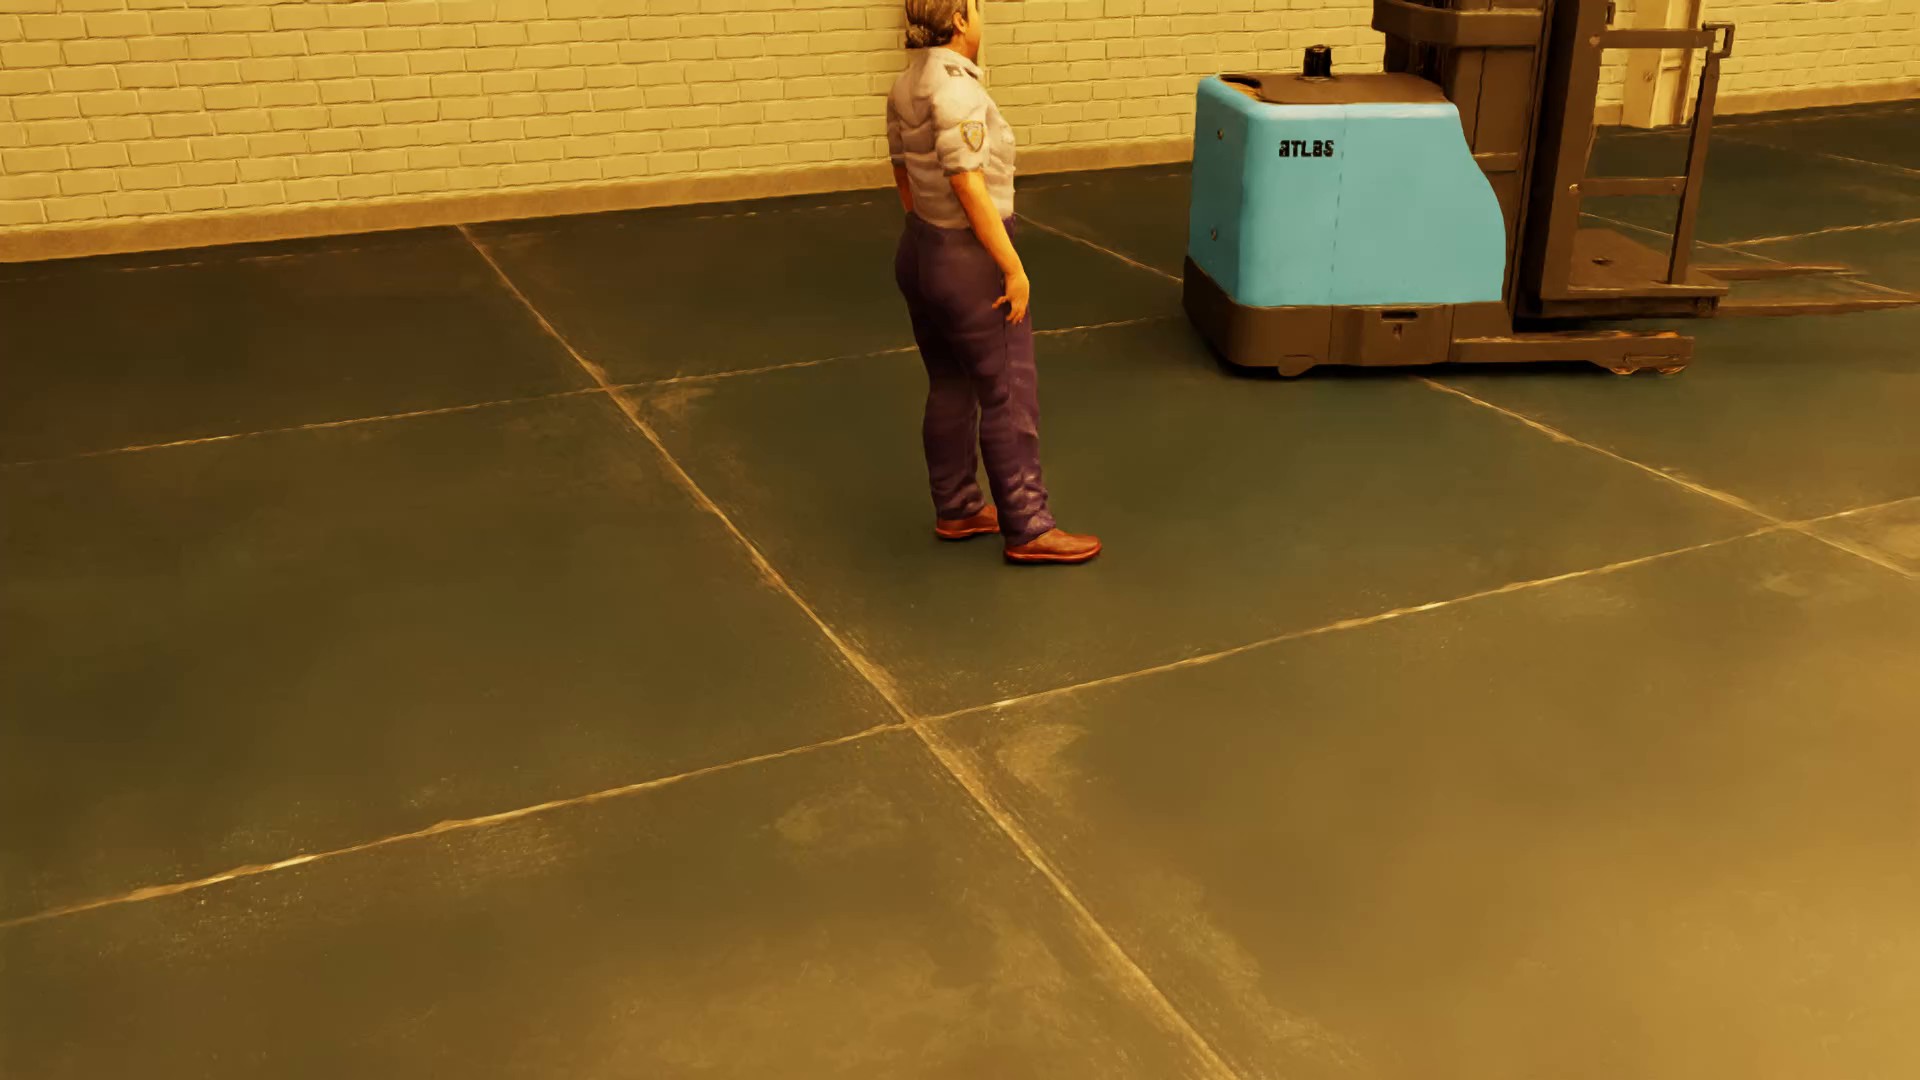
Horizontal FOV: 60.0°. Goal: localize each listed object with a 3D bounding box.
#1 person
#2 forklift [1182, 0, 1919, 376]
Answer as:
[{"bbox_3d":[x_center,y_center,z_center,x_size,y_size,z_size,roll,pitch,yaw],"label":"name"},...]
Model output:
[{"bbox_3d":[0.091,-0.774,4.804,0.502,1.650,0.599,-10,25,-23],"label":"person"},{"bbox_3d":[2.541,-2.221,6.632,3.031,2.935,1.130,-2,23,-5],"label":"forklift"}]
